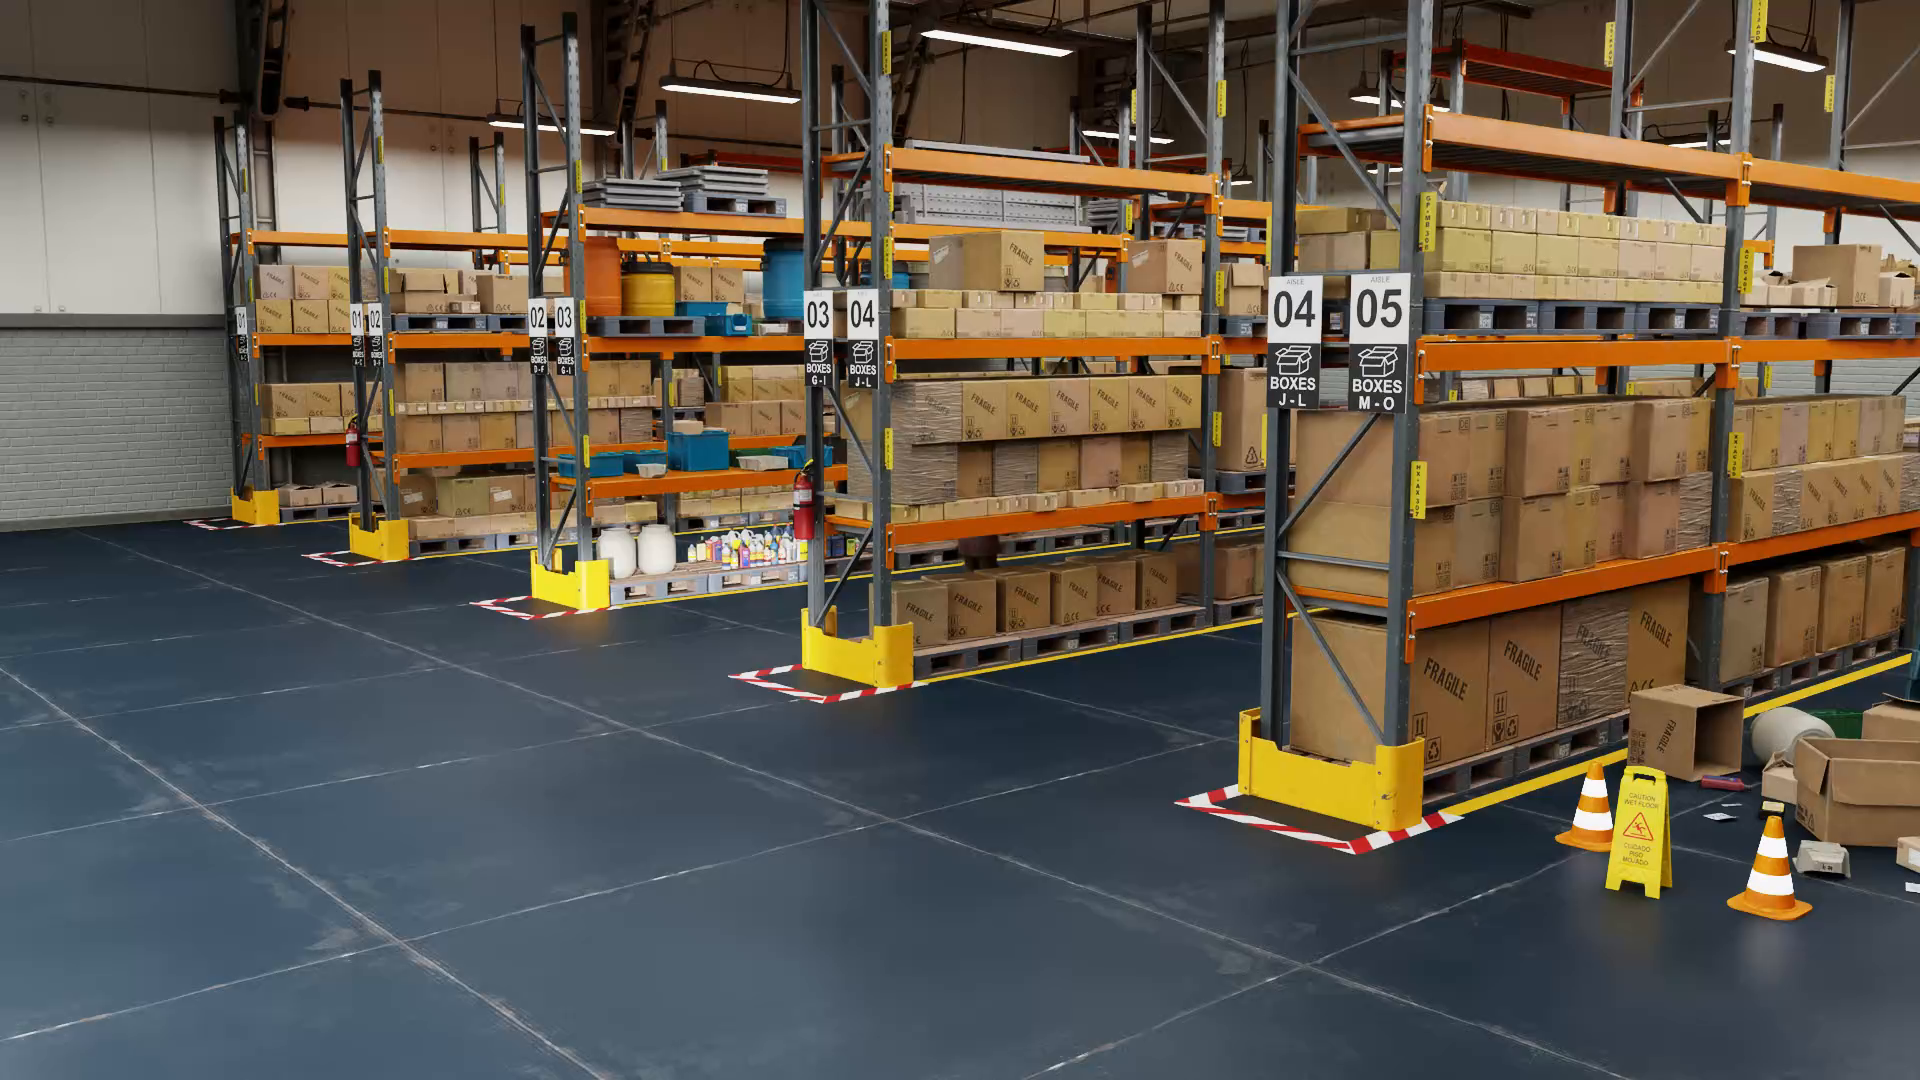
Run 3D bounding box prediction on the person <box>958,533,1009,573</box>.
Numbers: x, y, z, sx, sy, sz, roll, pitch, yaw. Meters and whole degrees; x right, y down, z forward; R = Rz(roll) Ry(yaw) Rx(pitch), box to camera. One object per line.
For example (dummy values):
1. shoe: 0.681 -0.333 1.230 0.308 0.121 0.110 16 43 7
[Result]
1. person: 0.259 -0.091 16.567 0.564 1.779 0.528 -6 10 -41
